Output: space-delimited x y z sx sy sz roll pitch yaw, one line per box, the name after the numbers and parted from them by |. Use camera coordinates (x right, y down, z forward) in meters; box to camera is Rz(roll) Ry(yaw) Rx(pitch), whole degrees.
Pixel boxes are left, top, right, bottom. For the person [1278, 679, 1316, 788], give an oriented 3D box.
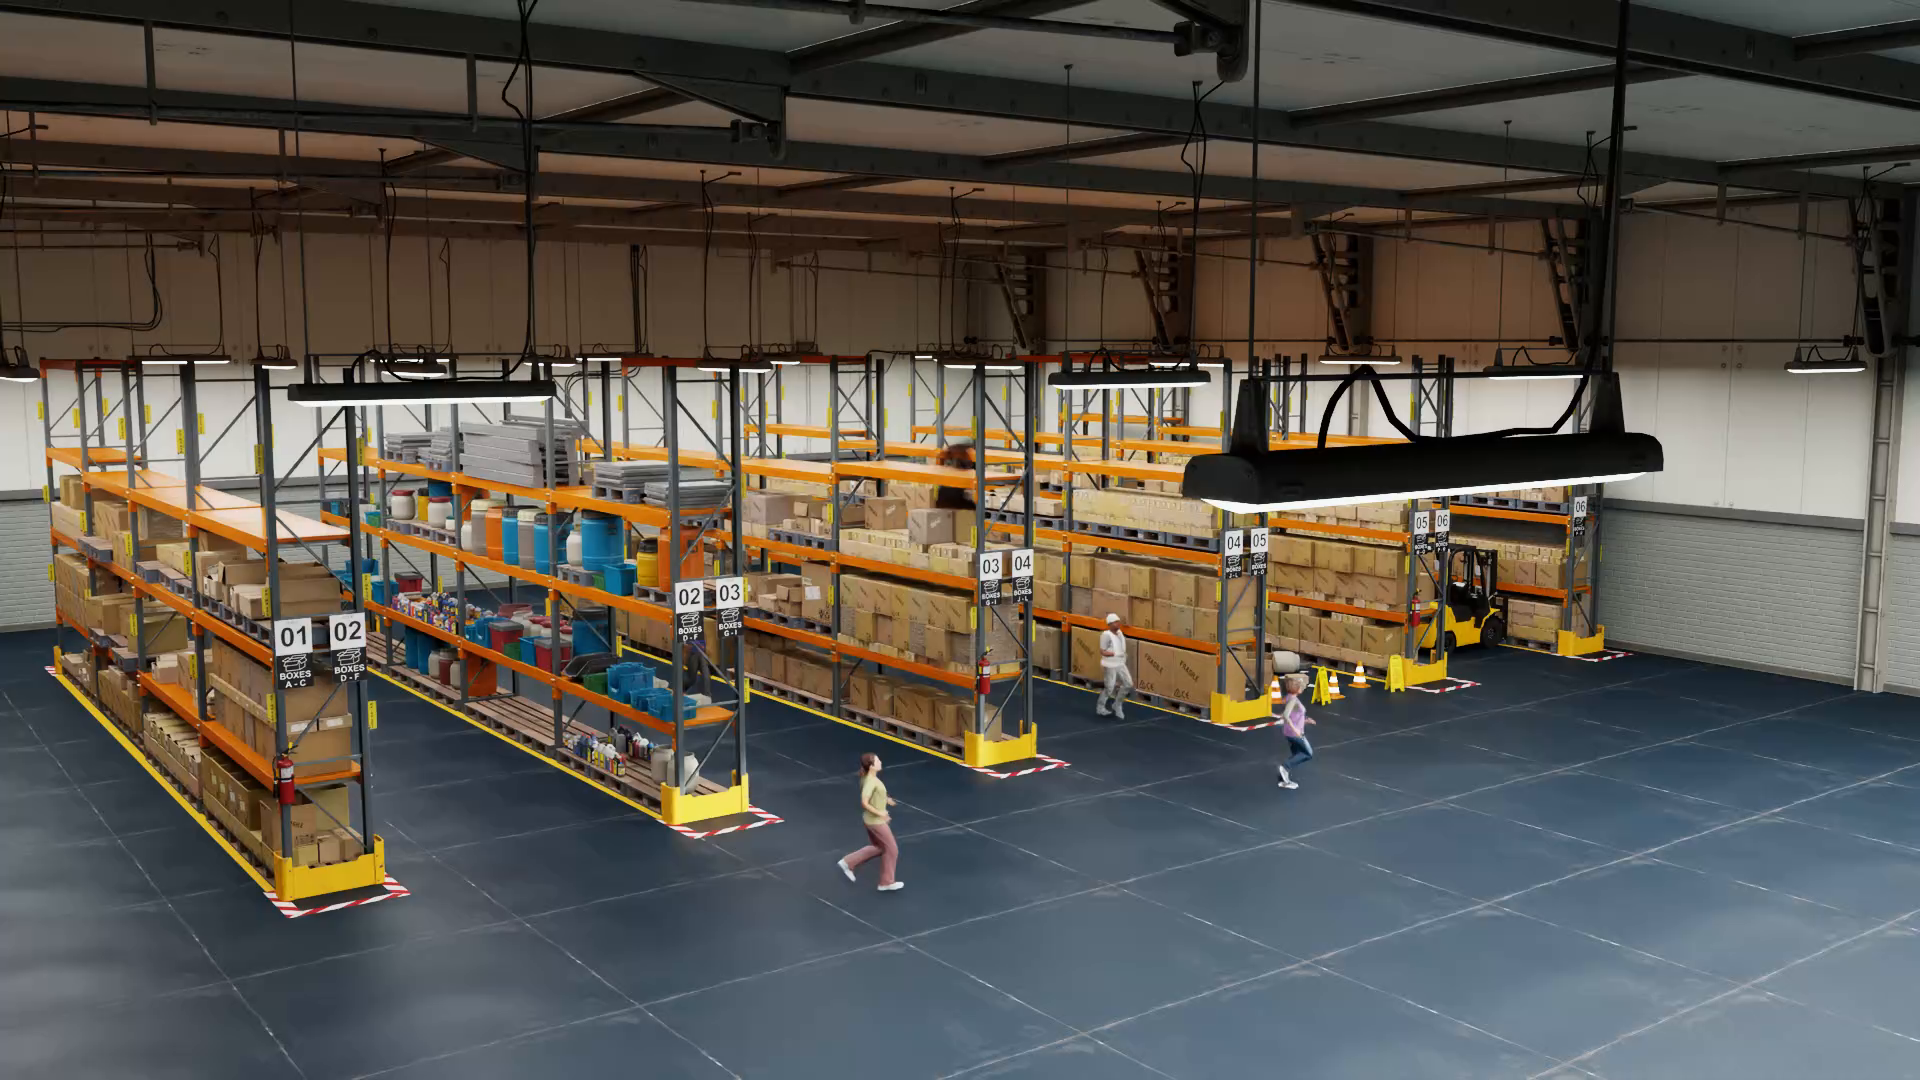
4.769 2.740 23.510 0.533 1.558 0.535 0 7 1 | person

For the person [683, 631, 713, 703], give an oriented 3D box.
-4.541 2.059 28.670 0.923 1.657 0.579 6 9 41 | person

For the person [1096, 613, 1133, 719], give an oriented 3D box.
2.592 2.123 27.811 0.720 1.802 0.653 7 10 44 | person

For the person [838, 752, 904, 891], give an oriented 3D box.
-1.020 3.235 19.093 0.753 1.628 0.582 -1 7 -11 | person

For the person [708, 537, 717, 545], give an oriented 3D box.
-6.044 0.662 40.325 0.570 1.664 0.814 2 7 16 | person
